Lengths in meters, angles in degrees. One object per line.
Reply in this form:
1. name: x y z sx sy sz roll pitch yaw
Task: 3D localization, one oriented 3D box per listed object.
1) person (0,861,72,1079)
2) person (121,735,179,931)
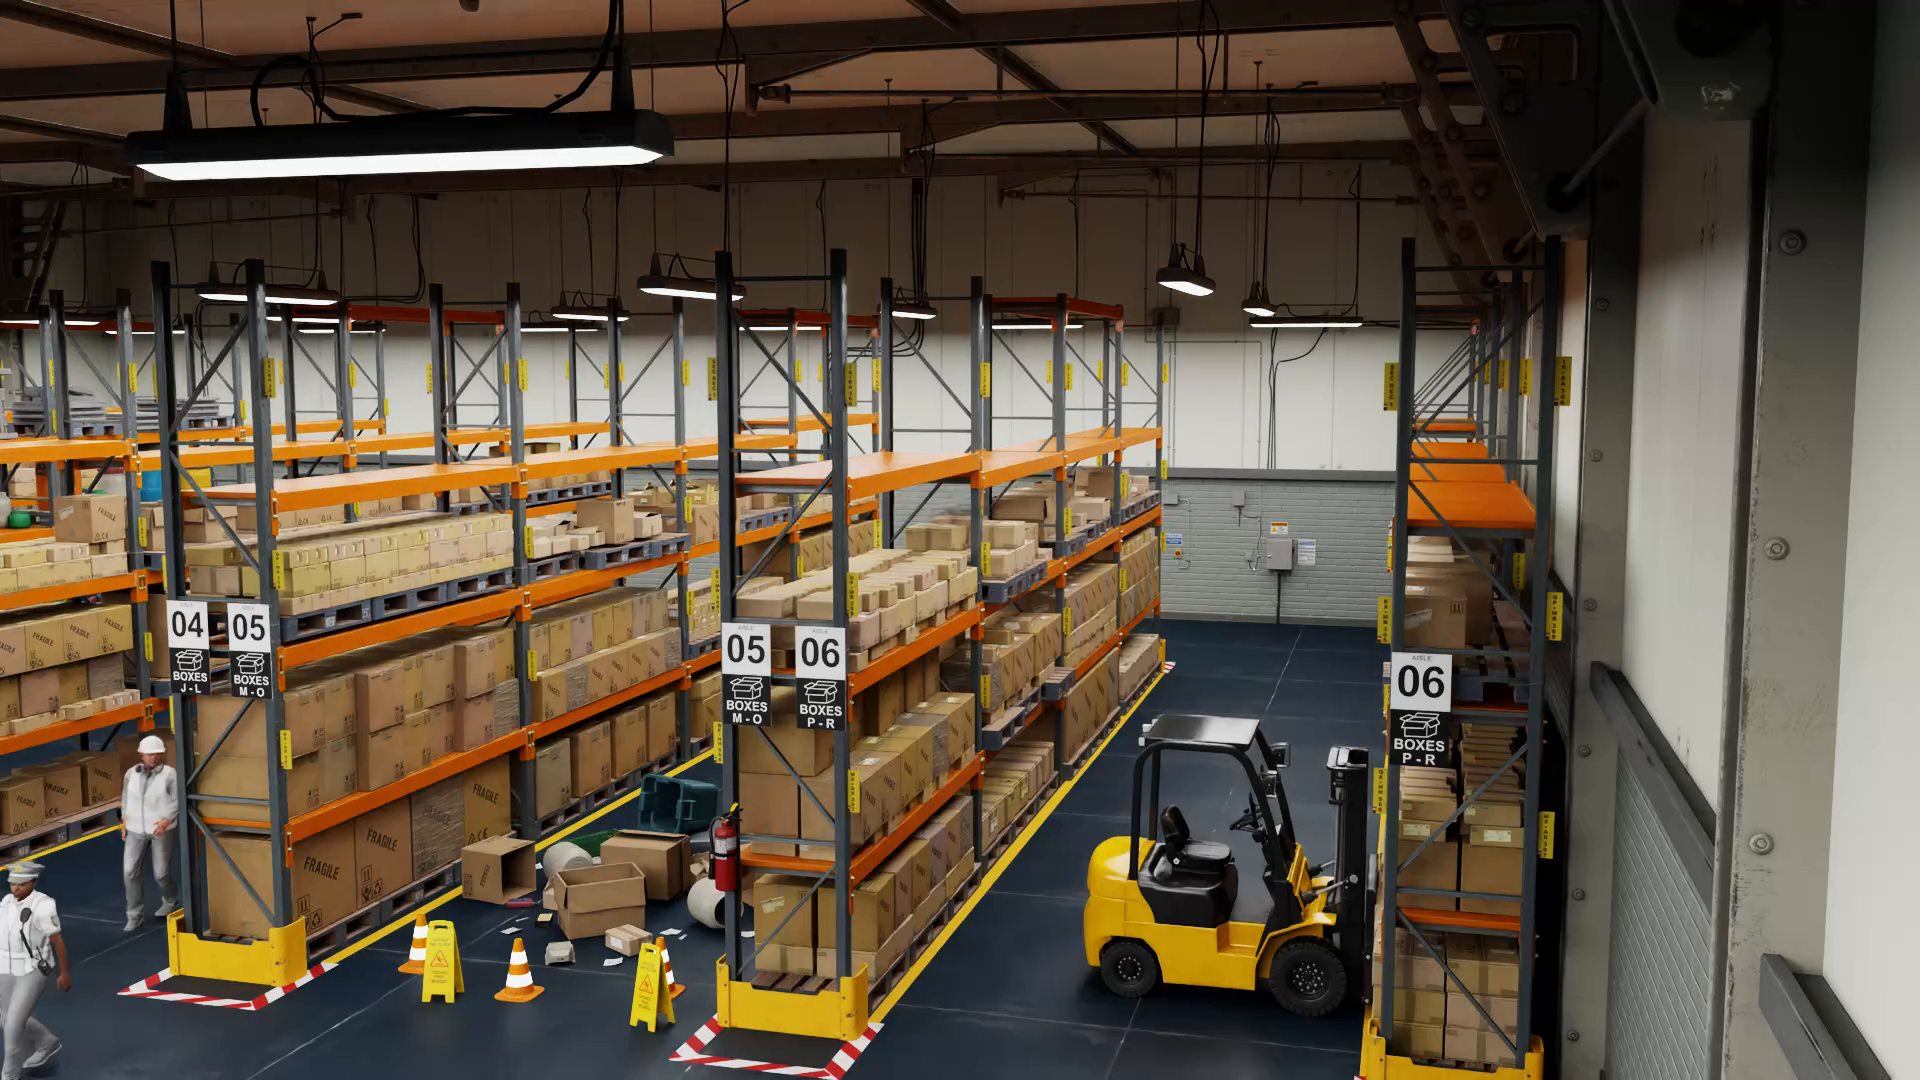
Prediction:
1. person: -6.694 3.108 11.909 0.535 1.683 0.739 1 6 9
2. person: -7.505 2.722 15.407 0.624 1.823 0.650 -1 6 -5
